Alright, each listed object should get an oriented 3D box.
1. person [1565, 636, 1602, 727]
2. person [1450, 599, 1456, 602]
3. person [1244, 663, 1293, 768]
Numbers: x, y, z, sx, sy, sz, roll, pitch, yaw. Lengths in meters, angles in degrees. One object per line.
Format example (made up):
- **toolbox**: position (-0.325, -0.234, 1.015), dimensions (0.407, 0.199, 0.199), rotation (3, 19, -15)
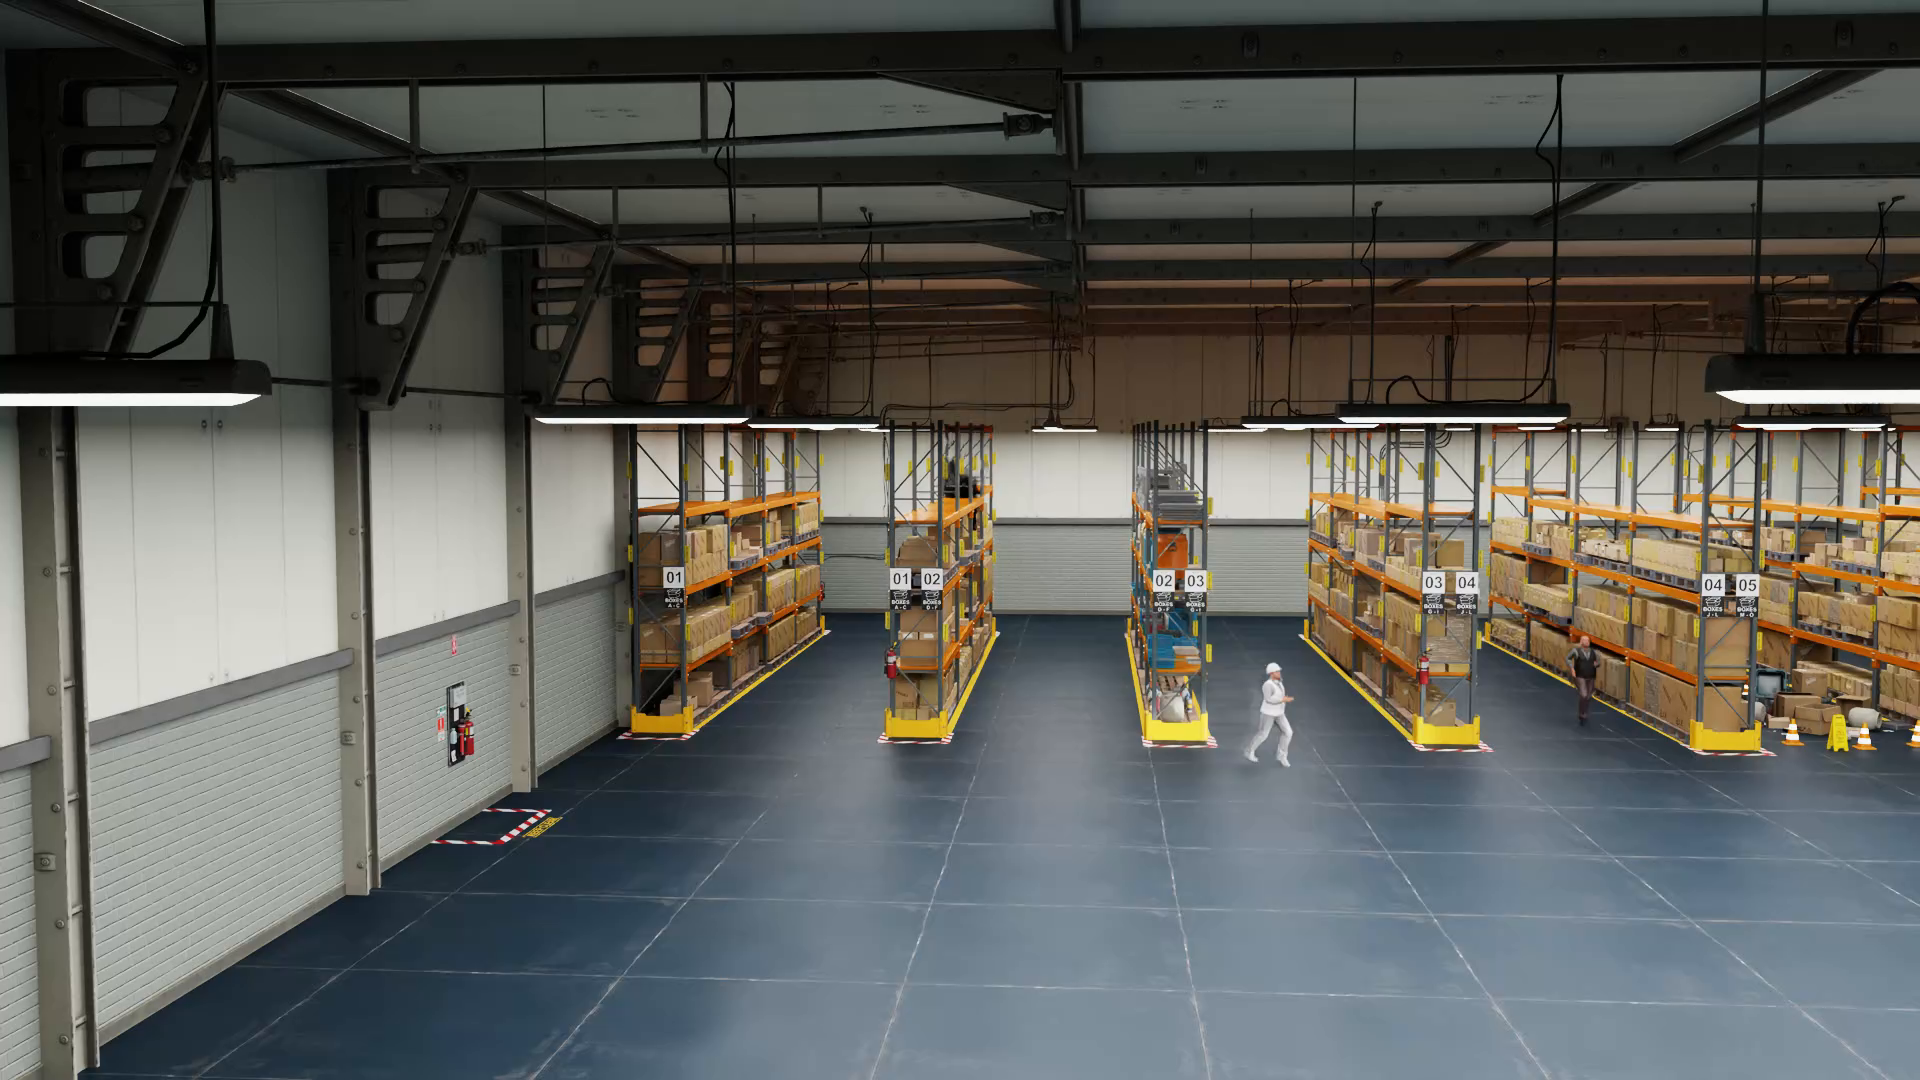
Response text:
- **person**: position (12.364, 2.783, 32.905), dimensions (0.639, 1.778, 0.731), rotation (0, 4, -4)
- **person**: position (13.160, 2.066, 43.827), dimensions (0.683, 1.763, 0.733), rotation (1, 4, 8)
- **person**: position (5.375, 3.022, 28.736), dimensions (0.894, 1.822, 0.661), rotation (3, 5, 40)
